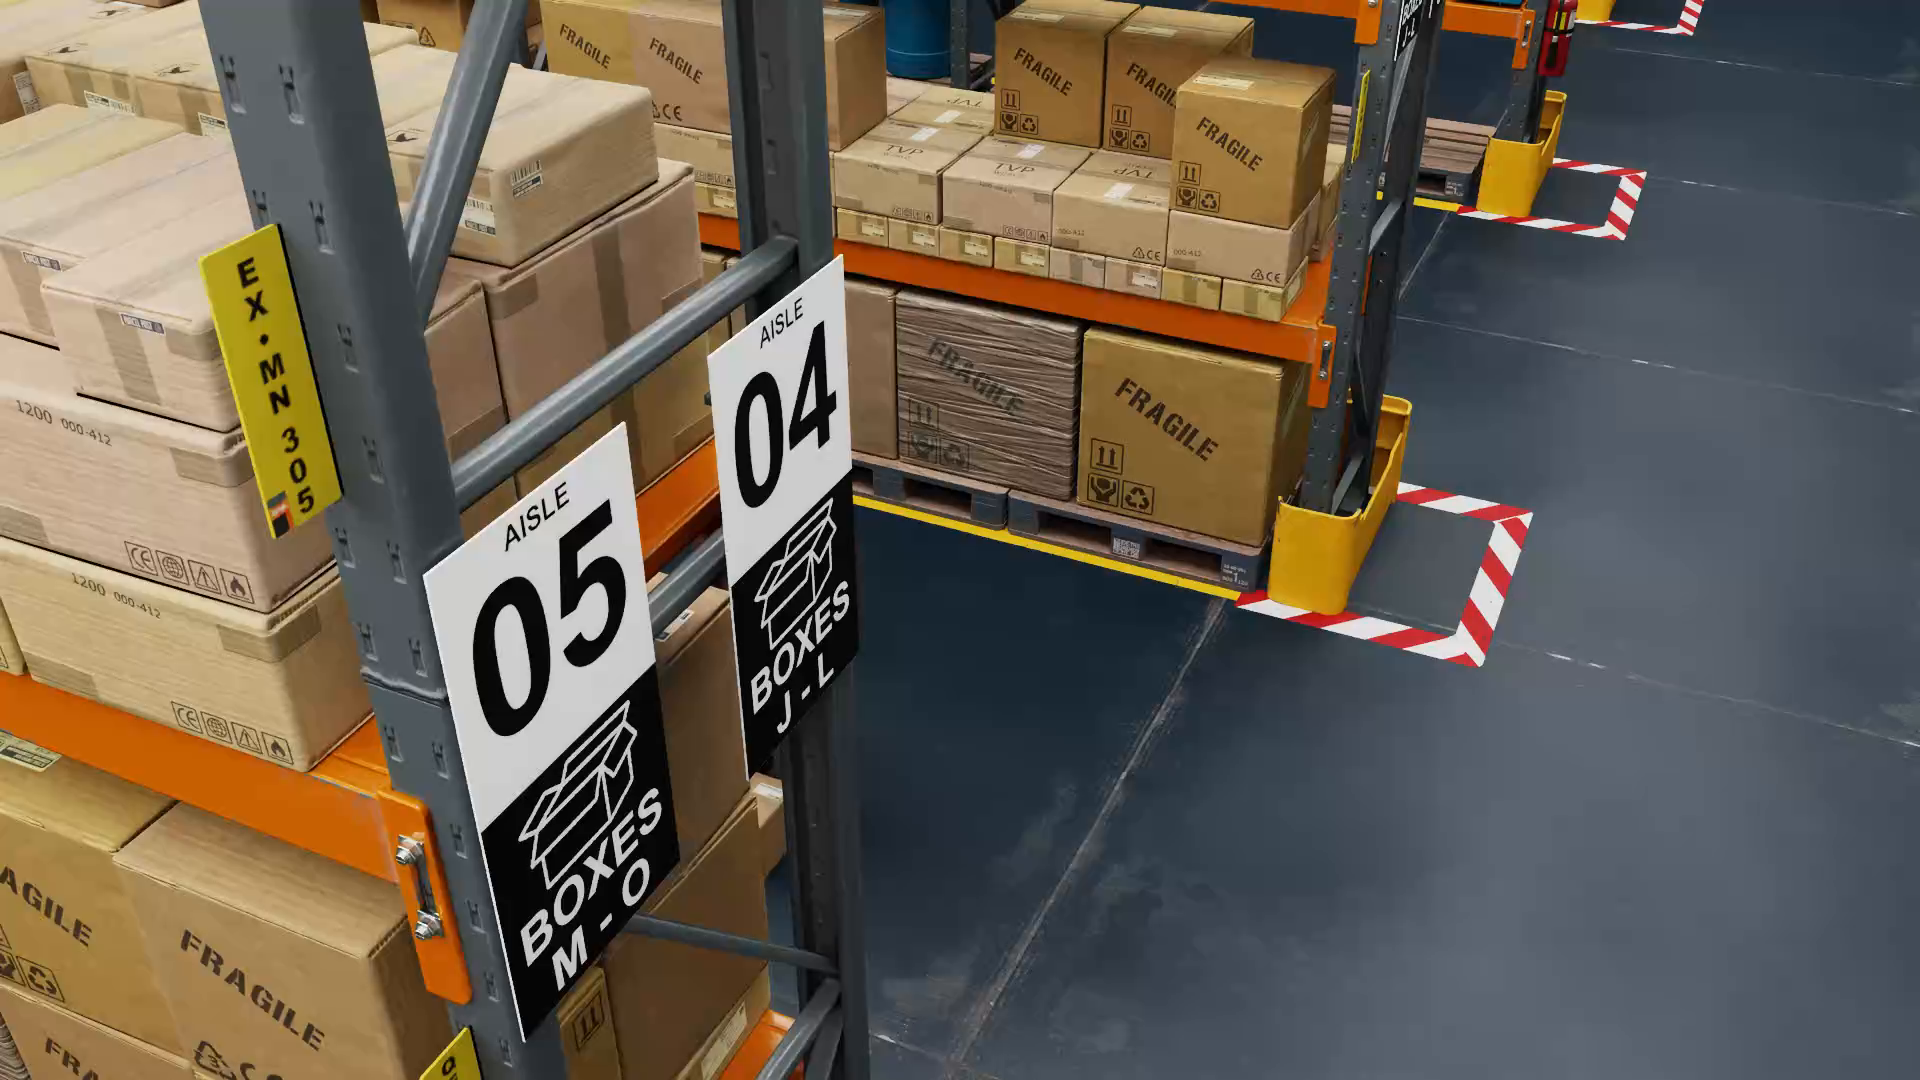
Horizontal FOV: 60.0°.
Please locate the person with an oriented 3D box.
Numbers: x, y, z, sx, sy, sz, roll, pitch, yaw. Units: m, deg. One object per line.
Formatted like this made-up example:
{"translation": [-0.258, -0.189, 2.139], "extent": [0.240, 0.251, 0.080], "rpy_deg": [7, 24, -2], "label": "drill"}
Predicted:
{"translation": [-0.643, 0.257, 5.762], "extent": [0.653, 1.774, 0.423], "rpy_deg": [12, 35, 18], "label": "person"}
